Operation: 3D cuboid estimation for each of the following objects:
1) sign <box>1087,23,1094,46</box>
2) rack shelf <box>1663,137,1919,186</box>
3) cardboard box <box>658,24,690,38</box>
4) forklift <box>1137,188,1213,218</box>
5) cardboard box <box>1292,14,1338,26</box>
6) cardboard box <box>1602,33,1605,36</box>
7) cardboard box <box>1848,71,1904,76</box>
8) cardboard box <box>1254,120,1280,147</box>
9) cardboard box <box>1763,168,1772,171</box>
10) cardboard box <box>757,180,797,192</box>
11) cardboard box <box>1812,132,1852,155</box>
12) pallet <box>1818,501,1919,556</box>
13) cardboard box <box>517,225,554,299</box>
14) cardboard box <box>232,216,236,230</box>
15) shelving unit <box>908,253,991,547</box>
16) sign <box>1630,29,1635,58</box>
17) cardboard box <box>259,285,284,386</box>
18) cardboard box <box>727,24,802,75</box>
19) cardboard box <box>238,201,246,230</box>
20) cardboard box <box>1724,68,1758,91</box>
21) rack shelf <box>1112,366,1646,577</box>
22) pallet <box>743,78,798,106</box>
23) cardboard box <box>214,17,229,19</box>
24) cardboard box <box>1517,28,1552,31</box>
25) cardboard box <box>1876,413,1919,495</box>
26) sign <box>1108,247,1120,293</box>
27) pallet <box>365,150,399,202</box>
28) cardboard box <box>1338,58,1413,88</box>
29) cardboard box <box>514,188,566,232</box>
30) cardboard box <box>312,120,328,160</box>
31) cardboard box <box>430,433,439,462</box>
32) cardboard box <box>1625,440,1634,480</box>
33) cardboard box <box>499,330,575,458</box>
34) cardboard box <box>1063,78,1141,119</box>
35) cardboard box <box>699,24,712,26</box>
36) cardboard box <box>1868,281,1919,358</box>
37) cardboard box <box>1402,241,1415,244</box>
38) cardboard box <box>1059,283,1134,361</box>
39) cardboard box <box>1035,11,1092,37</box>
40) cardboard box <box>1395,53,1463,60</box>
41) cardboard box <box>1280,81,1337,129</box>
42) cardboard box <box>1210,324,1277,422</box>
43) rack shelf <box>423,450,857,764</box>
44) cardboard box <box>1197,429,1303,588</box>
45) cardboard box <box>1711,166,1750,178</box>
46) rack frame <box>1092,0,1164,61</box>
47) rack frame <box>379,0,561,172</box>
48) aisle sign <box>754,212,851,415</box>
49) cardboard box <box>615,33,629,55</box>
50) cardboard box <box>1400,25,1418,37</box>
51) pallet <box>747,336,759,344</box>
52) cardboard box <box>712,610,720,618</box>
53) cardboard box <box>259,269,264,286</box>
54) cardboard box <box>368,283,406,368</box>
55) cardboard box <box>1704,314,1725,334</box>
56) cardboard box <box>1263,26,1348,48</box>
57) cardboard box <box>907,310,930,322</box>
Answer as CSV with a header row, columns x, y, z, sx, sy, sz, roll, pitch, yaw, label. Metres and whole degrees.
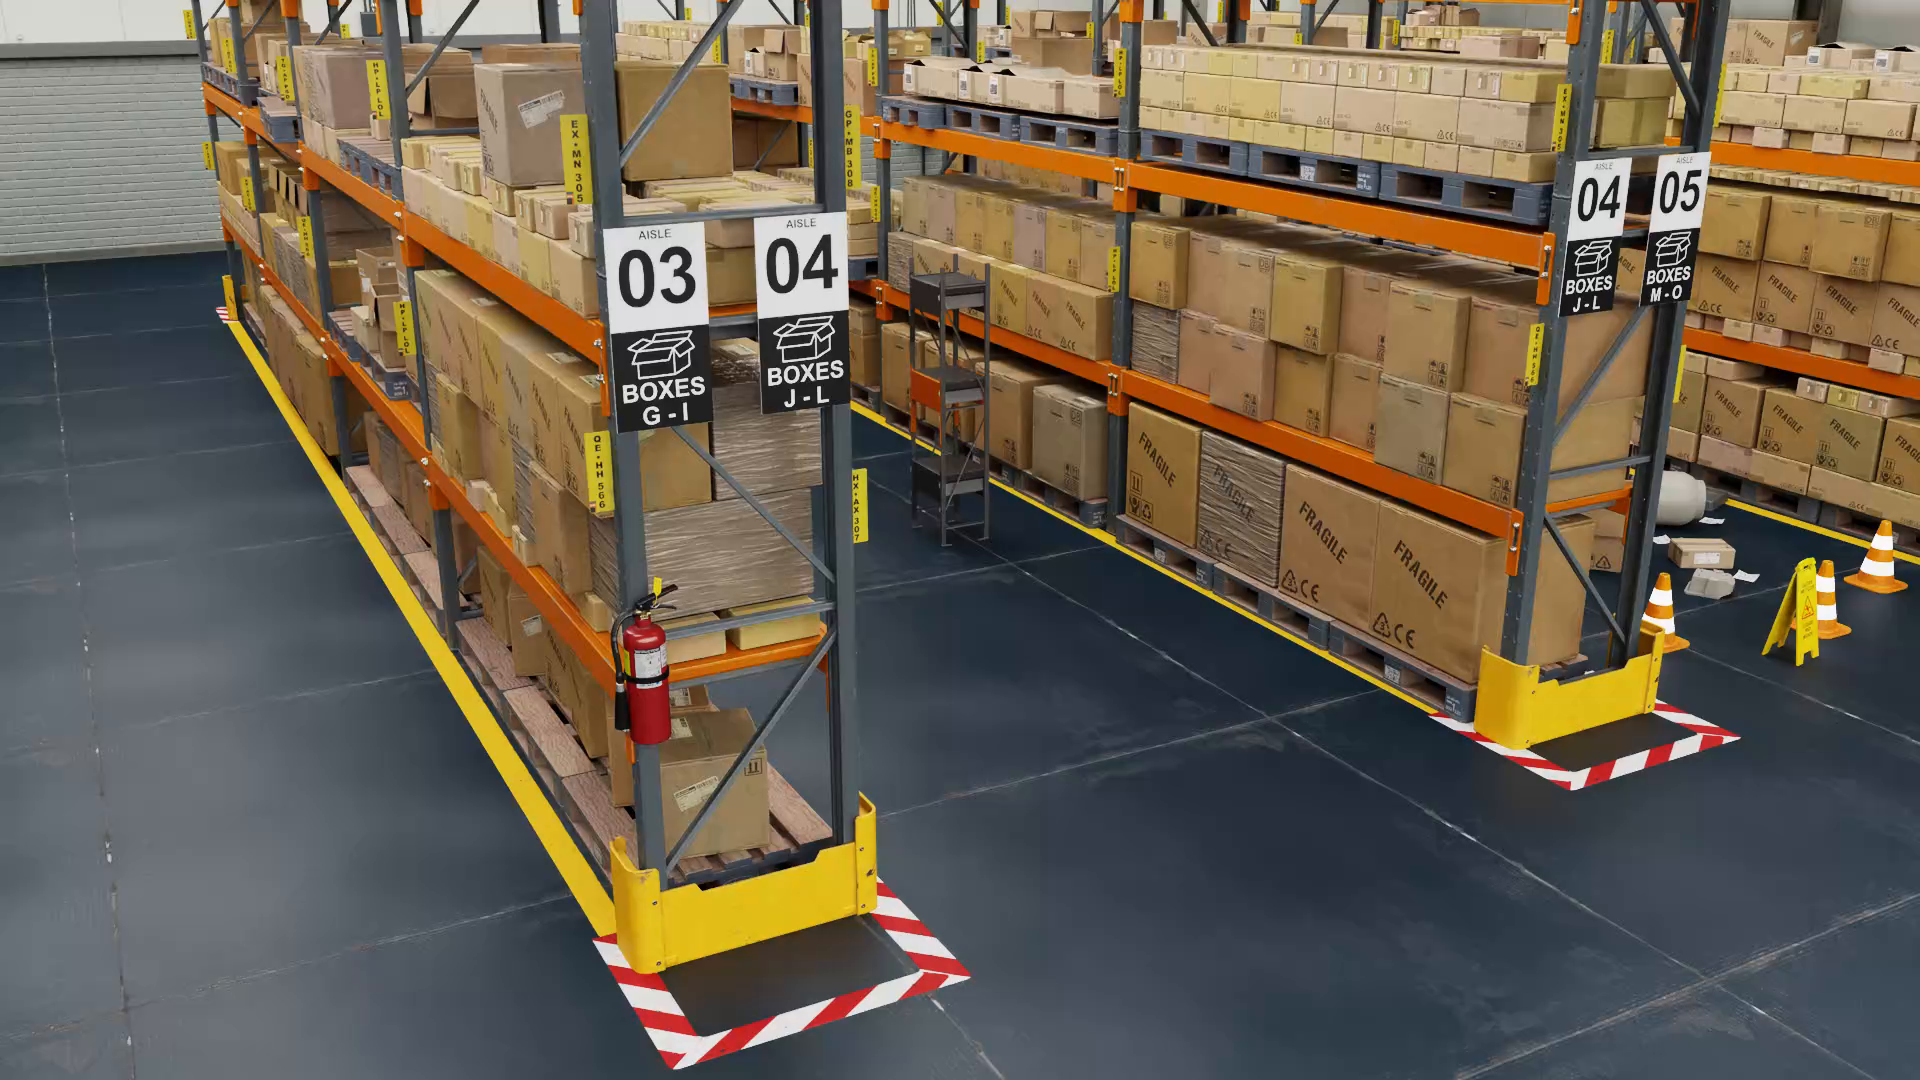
x,y,z,sx,sy,sz,roll,pitch,yaw,label
1.615,-6.244,20.615,0.100,0.325,0.005,-10,21,-27,sign
6.851,-2.838,12.761,1.077,0.370,4.000,-10,21,-27,rack shelf
-3.440,-6.176,20.185,0.380,0.149,0.250,-9,21,-25,cardboard box
2.359,-2.756,16.125,1.130,2.935,3.031,-12,22,-31,forklift
5.286,-7.671,24.671,0.500,0.250,0.500,-9,21,-25,cardboard box
7.913,-6.073,20.197,0.380,0.149,0.250,-11,22,-28,cardboard box
7.064,-3.523,12.805,0.380,0.149,0.250,-10,21,-26,cardboard box
2.073,-2.561,10.443,0.380,0.149,0.250,-10,21,-27,cardboard box
9.418,-4.197,19.048,0.380,0.149,0.250,-10,22,-28,cardboard box
-1.928,-3.713,17.622,0.380,0.149,0.250,-10,21,-27,cardboard box
6.616,-2.978,12.450,0.380,0.149,0.250,-10,22,-27,cardboard box
7.410,-0.128,12.679,1.003,0.211,1.213,-10,21,-27,pallet
-1.613,-1.240,7.257,0.500,0.250,0.500,-10,21,-26,cardboard box
-8.028,-3.603,18.860,0.380,0.149,0.250,-10,22,-27,cardboard box
-0.079,-1.040,12.427,0.431,2.100,0.503,-10,21,-27,shelving unit
7.890,-5.831,19.540,0.100,0.325,0.005,-10,21,-27,sign
-6.298,-2.109,16.758,1.225,0.875,0.875,-10,21,-26,cardboard box
-2.123,-5.373,18.207,0.700,0.500,0.500,-10,21,-27,cardboard box
-7.550,-3.546,18.083,0.500,0.250,0.500,-10,21,-26,cardboard box
6.131,-3.642,13.152,0.380,0.149,0.250,-10,21,-27,cardboard box
2.543,-0.624,10.944,1.077,0.370,4.000,-10,21,-27,rack shelf
-1.511,-4.673,17.264,1.213,0.211,1.003,-10,21,-27,pallet
-8.224,-5.814,19.332,0.700,0.500,0.500,-11,22,-30,cardboard box
7.469,-6.580,21.634,0.380,0.149,0.250,-9,21,-25,cardboard box
7.191,-0.628,12.276,0.500,0.500,0.500,-10,21,-26,cardboard box
1.120,-1.961,12.063,0.100,0.325,0.005,-10,21,-27,sign
-3.020,-2.322,10.451,1.213,0.211,1.003,-10,21,-27,pallet
2.430,-2.721,9.685,0.380,0.149,0.250,-10,22,-27,cardboard box
-1.714,-1.440,7.227,0.380,0.149,0.250,-10,21,-26,cardboard box
-4.477,-2.972,12.278,0.500,0.250,0.500,-9,21,-25,cardboard box
-2.983,-0.572,10.075,0.380,0.149,0.250,-10,21,-27,cardboard box
5.213,-0.635,13.702,0.500,0.500,0.500,4,19,11,cardboard box
-1.877,-0.717,7.970,0.500,0.500,0.500,-10,21,-27,cardboard box
1.117,-3.309,12.457,0.500,0.250,0.500,-10,21,-26,cardboard box
-2.978,-6.260,20.427,0.380,0.149,0.250,-11,22,-28,cardboard box
7.067,-1.631,12.150,0.500,0.500,0.500,-10,21,-27,cardboard box
4.651,-3.053,16.623,0.380,0.149,0.250,-9,21,-25,cardboard box
1.110,-1.694,12.788,0.500,0.500,0.500,-10,21,-27,cardboard box
1.434,-6.725,21.968,0.797,0.503,0.637,-8,21,-22,cardboard box
2.890,-2.895,10.191,0.380,0.149,0.250,-10,21,-26,cardboard box
2.301,-2.653,10.100,0.500,0.250,0.500,-10,21,-26,cardboard box
2.213,-1.177,11.215,0.875,0.550,0.550,-10,21,-27,cardboard box
-1.871,0.115,8.802,1.077,0.370,4.000,-10,21,-27,rack shelf
2.261,-0.283,11.466,0.875,0.875,0.875,-10,21,-26,cardboard box
8.814,-4.182,19.005,0.380,0.149,0.250,-10,21,-26,cardboard box
2.102,-7.466,20.473,1.000,3.000,0.127,-10,21,-27,rack frame
-2.820,-3.635,9.369,1.000,3.000,0.127,-10,21,-27,rack frame
-0.627,-0.908,6.679,0.394,0.787,0.004,-10,21,-27,aisle sign
-4.121,-6.397,21.437,0.500,0.250,0.500,-10,21,-26,cardboard box
6.225,-6.932,22.656,0.380,0.149,0.250,-9,21,-25,cardboard box
-1.835,-2.293,18.954,1.003,0.211,1.213,-10,21,-27,pallet
-0.948,0.275,7.622,0.380,0.149,0.250,-10,21,-27,cardboard box
-7.289,-2.750,18.615,0.875,0.875,0.875,-10,21,-27,cardboard box
-3.725,-1.530,11.663,0.797,0.503,0.637,-8,20,-21,cardboard box
6.328,-1.791,13.608,0.380,0.149,0.250,-10,21,-27,cardboard box
3.690,-5.232,17.796,0.797,0.503,0.637,-11,22,-30,cardboard box
-0.421,-2.293,16.717,0.500,0.250,0.500,-11,22,-29,cardboard box
